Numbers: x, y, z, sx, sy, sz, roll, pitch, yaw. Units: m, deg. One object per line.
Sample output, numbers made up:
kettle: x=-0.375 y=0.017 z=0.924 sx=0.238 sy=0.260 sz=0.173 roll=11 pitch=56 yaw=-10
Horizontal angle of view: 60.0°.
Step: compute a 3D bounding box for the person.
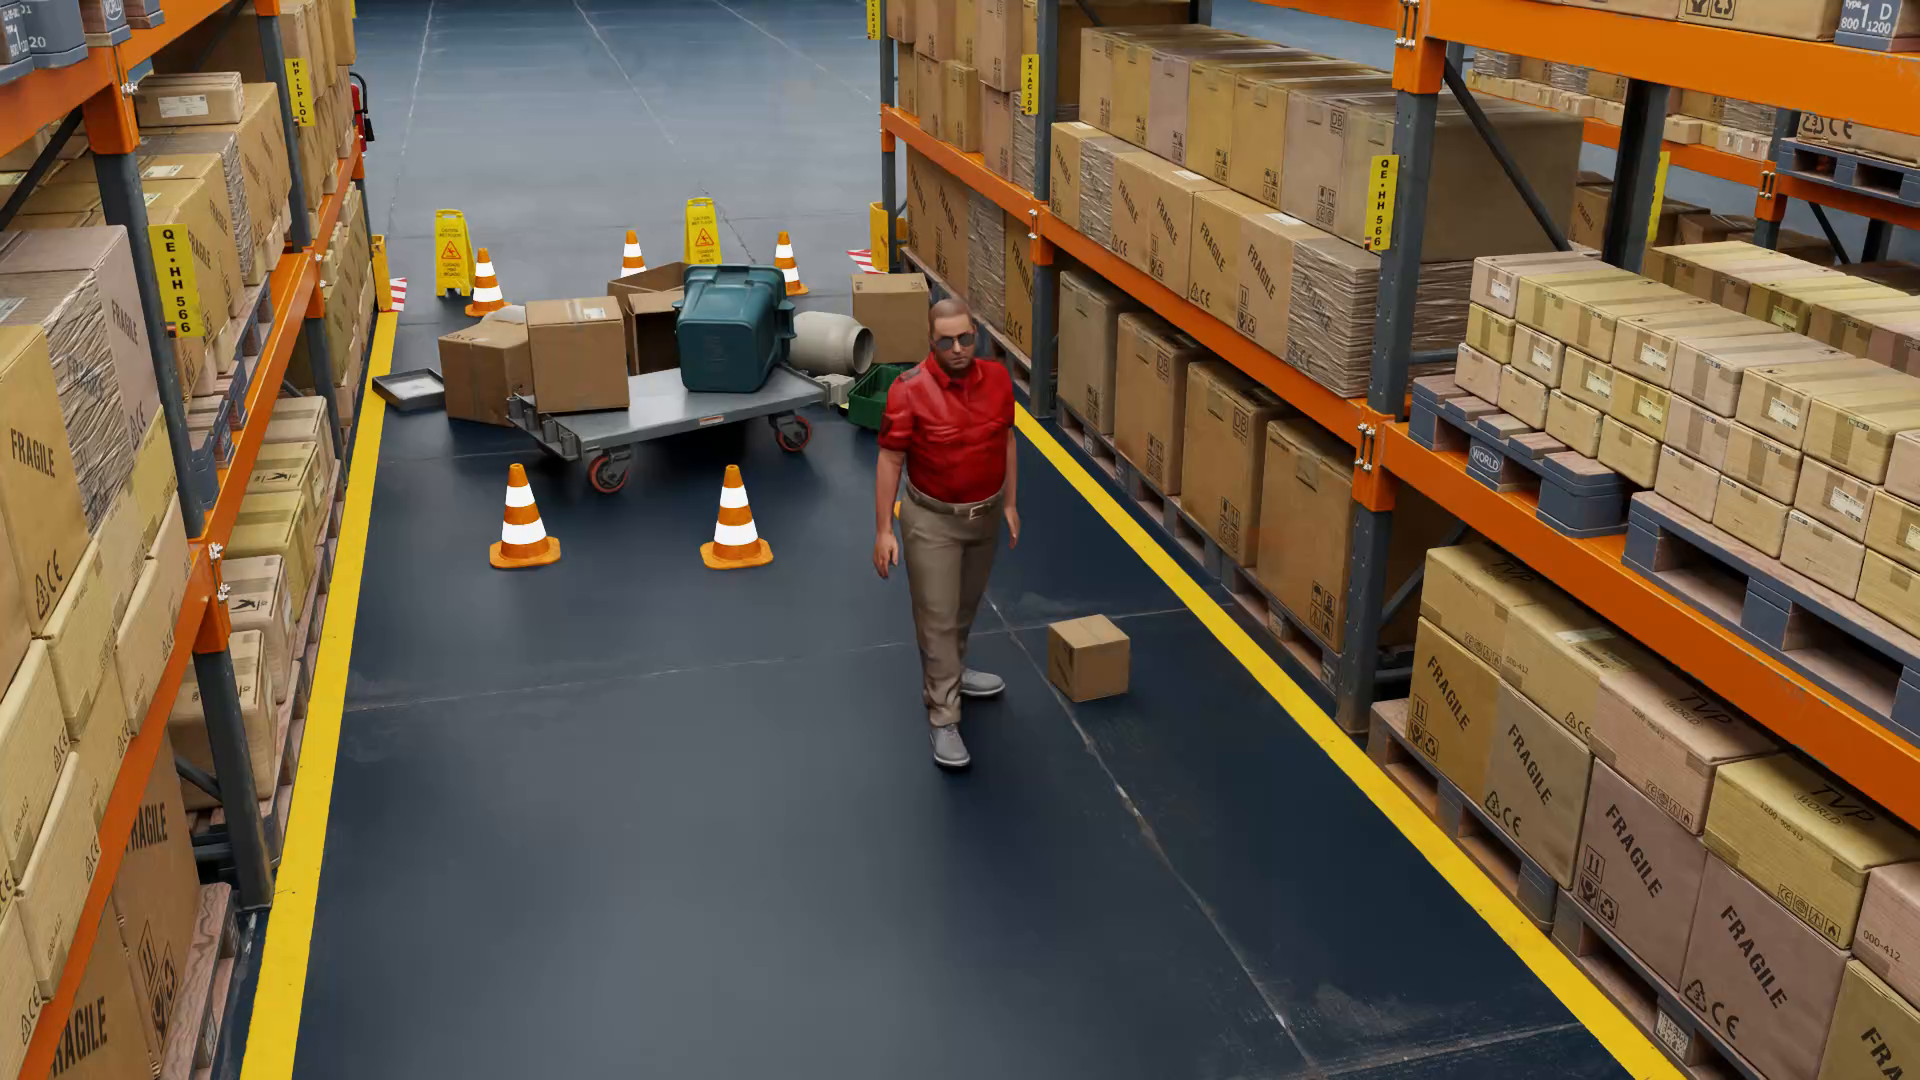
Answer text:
person: x=-0.021 y=-0.061 z=6.243 sx=0.648 sy=1.717 sz=0.643 roll=-16 pitch=28 yaw=-33
